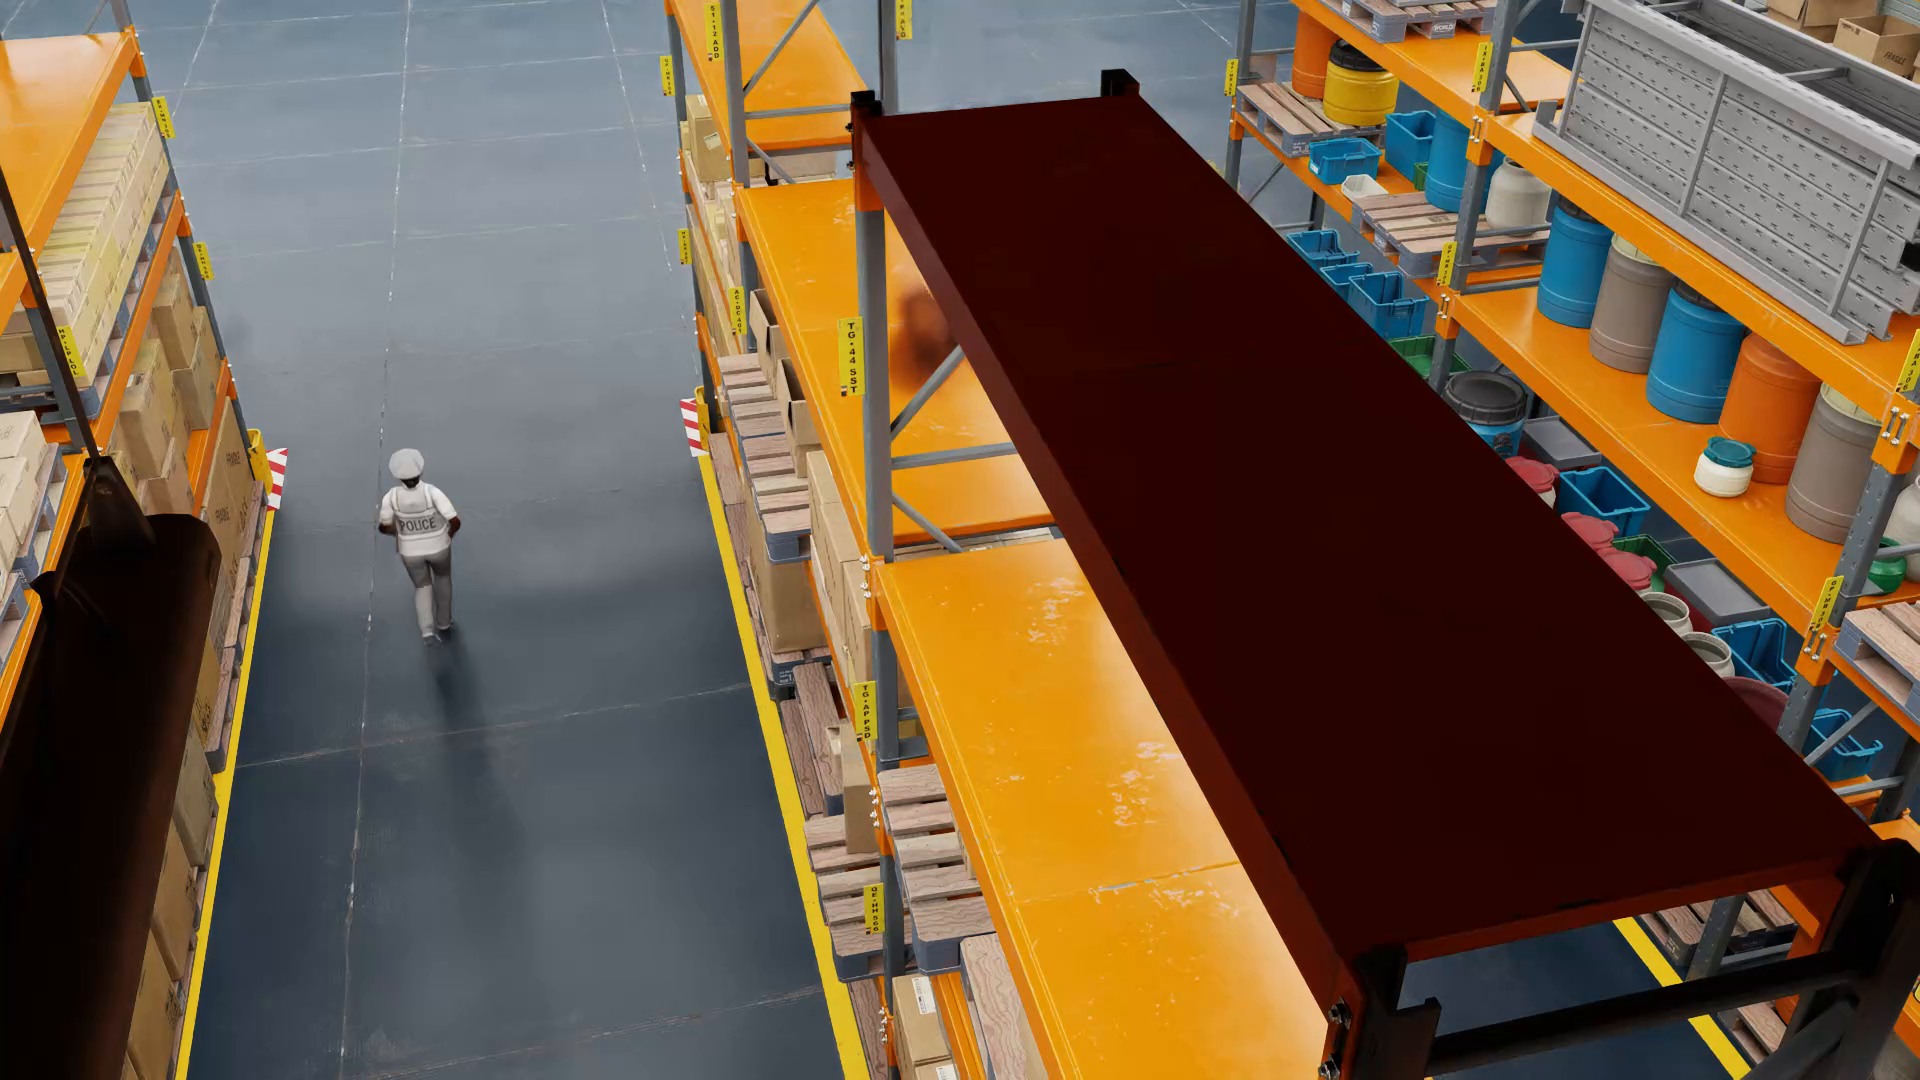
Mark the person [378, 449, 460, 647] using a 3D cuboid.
[{"bbox_3d":[-4.018,0.084,12.505,0.590,1.683,0.720,-9,35,-13],"label":"person"}]
